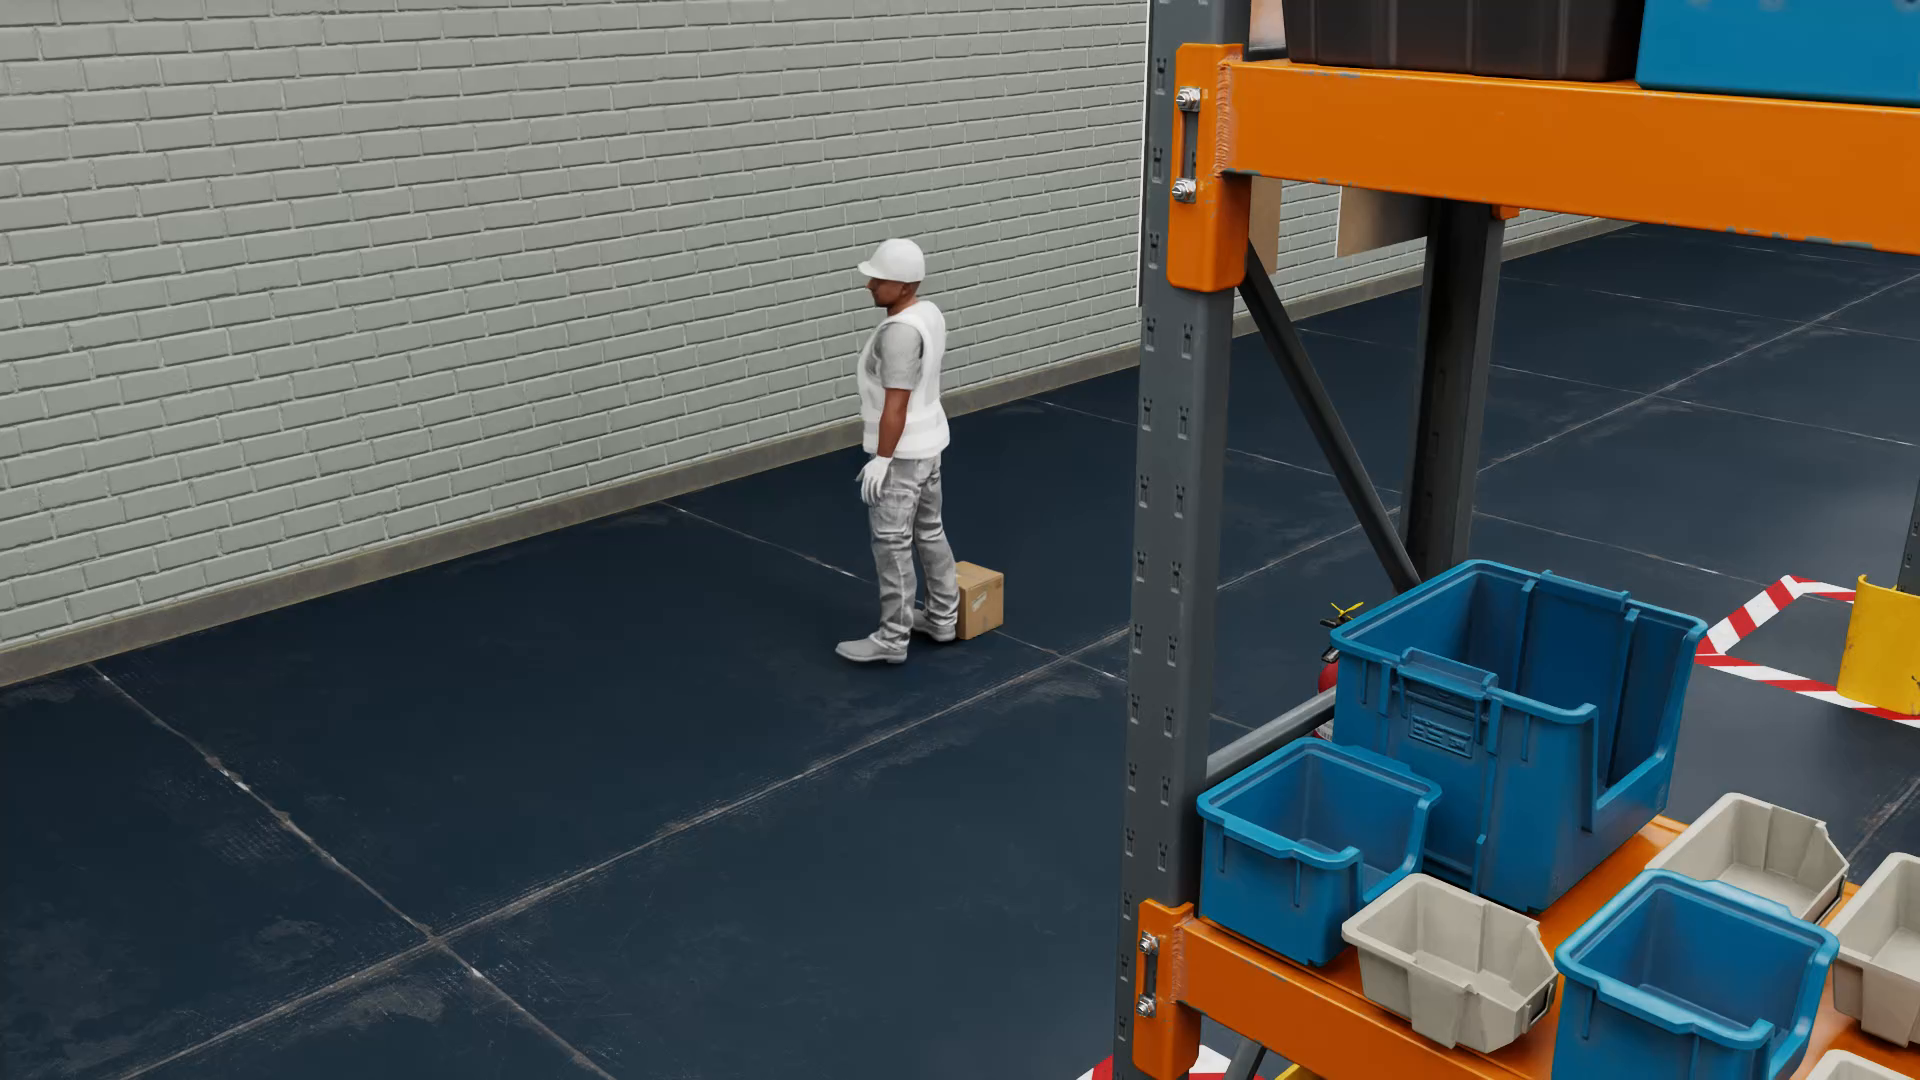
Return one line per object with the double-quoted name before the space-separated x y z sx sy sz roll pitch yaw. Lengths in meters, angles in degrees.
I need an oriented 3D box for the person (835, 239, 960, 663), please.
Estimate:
"person" -0.261 -0.372 6.963 0.460 1.784 0.617 5 21 14
